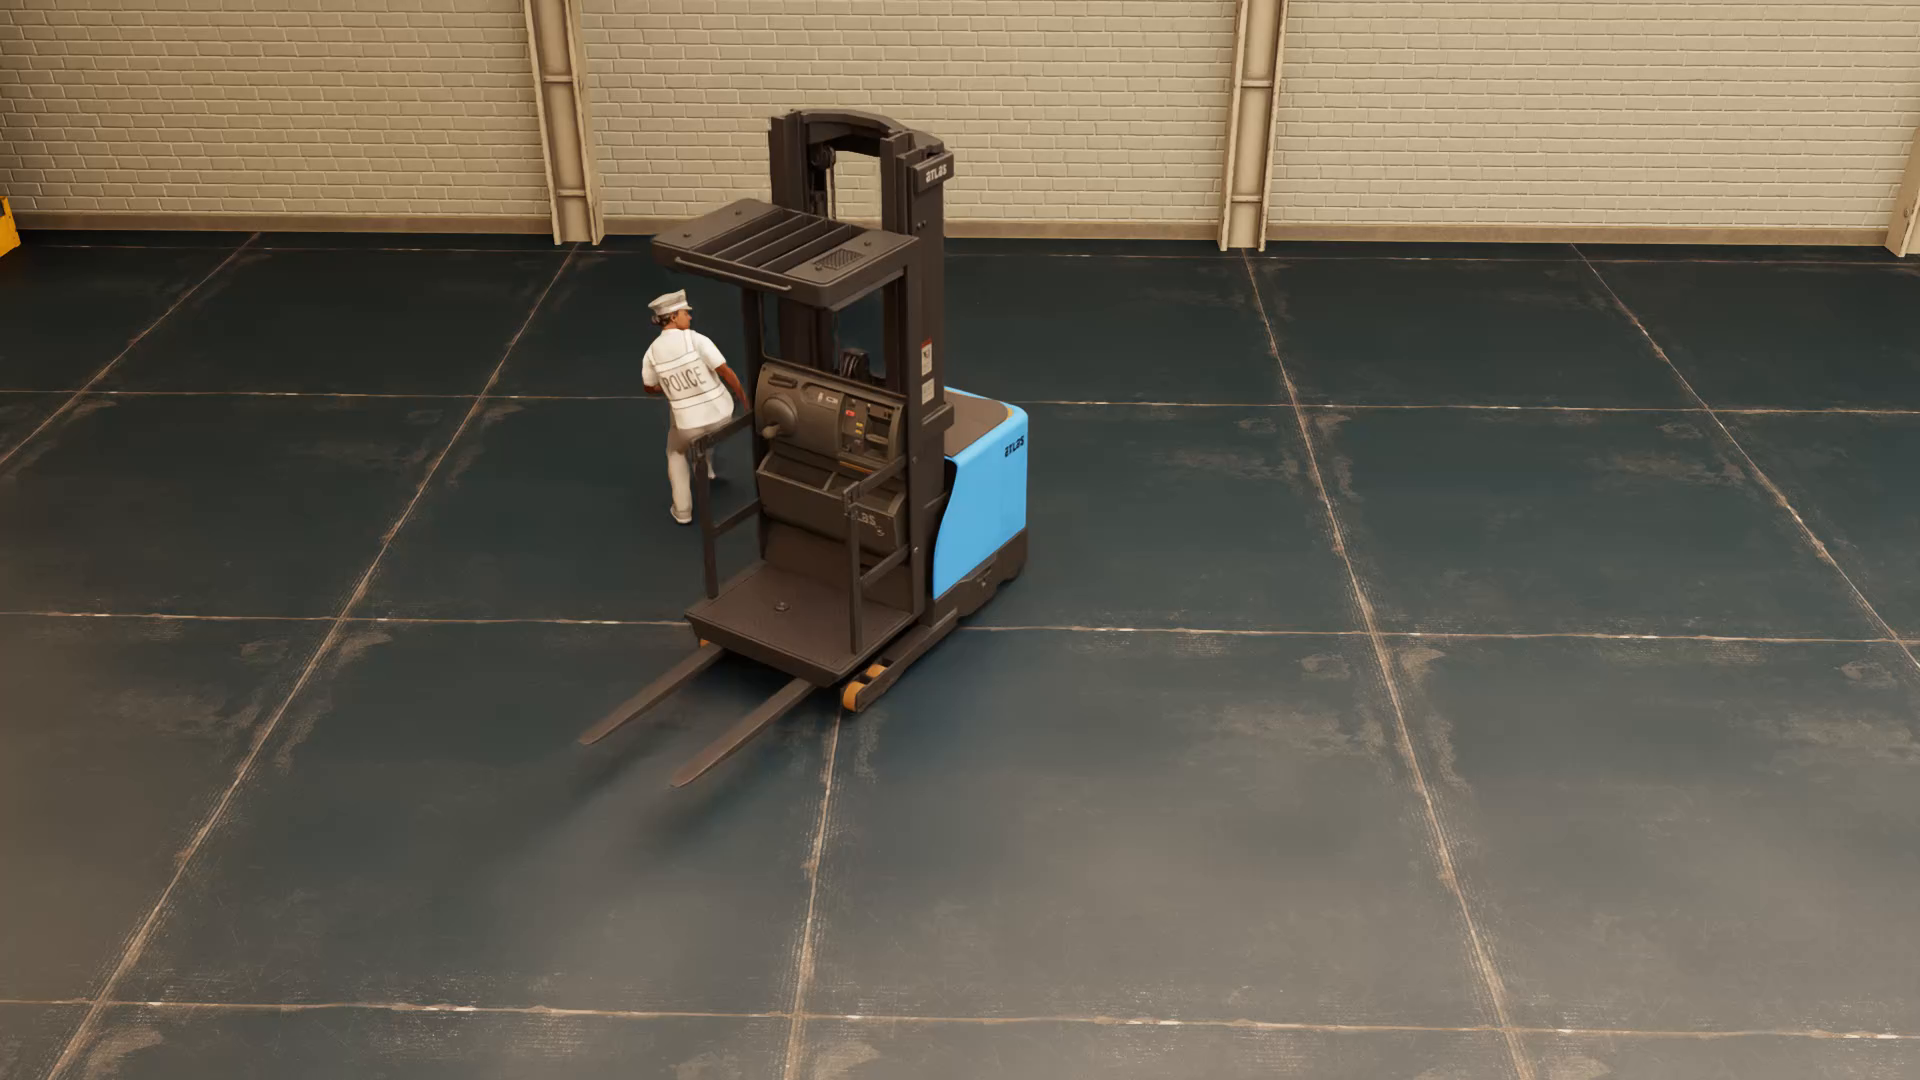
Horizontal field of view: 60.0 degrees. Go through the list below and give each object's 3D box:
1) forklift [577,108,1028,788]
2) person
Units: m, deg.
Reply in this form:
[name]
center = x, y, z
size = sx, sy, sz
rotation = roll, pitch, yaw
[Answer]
[forklift]
center = -0.815, -0.610, 8.649
size = 1.130, 2.935, 3.031
rotation = 18, 35, 28
[person]
center = -1.655, -0.884, 10.569
size = 0.683, 1.489, 0.722
rotation = -6, 31, -11
